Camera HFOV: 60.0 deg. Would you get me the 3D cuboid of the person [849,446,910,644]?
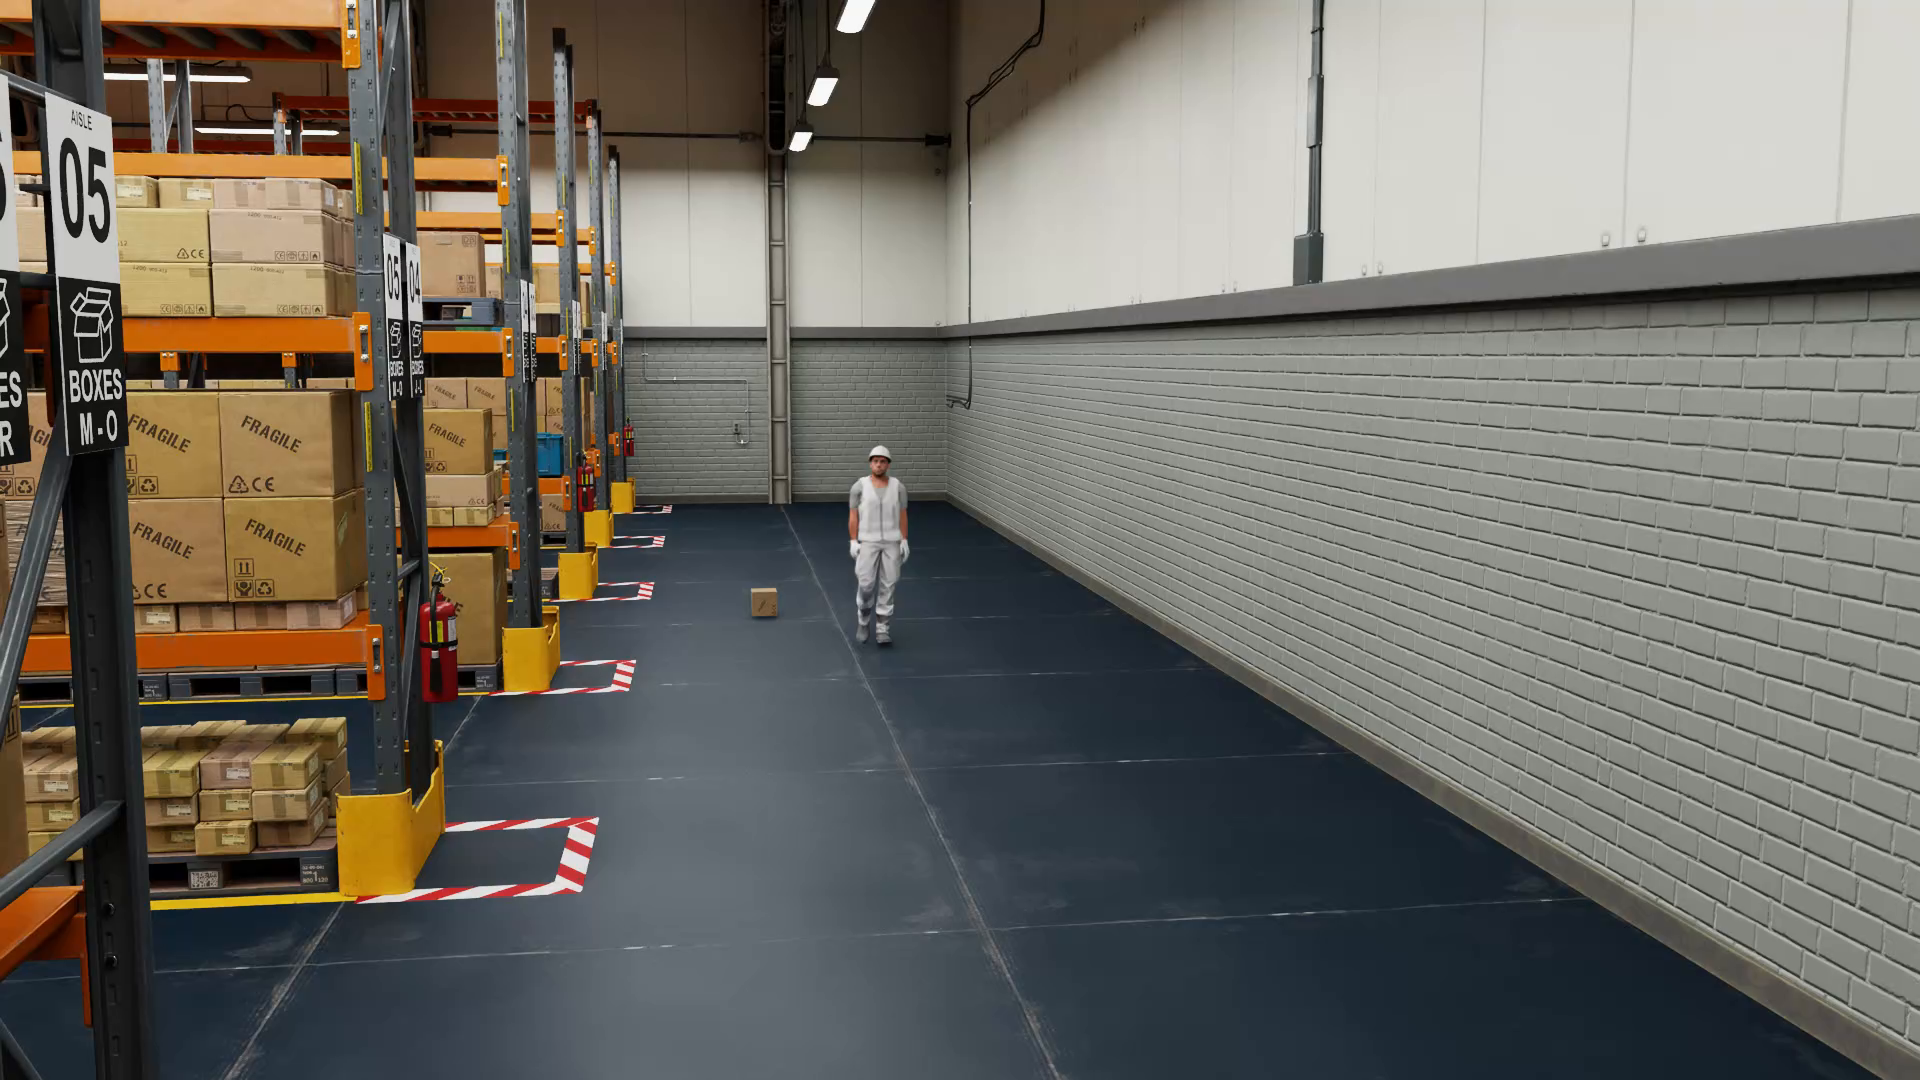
[{"bbox_3d":[-0.719,0.051,14.951,0.529,1.793,0.444,-1,7,-12],"label":"person"}]
